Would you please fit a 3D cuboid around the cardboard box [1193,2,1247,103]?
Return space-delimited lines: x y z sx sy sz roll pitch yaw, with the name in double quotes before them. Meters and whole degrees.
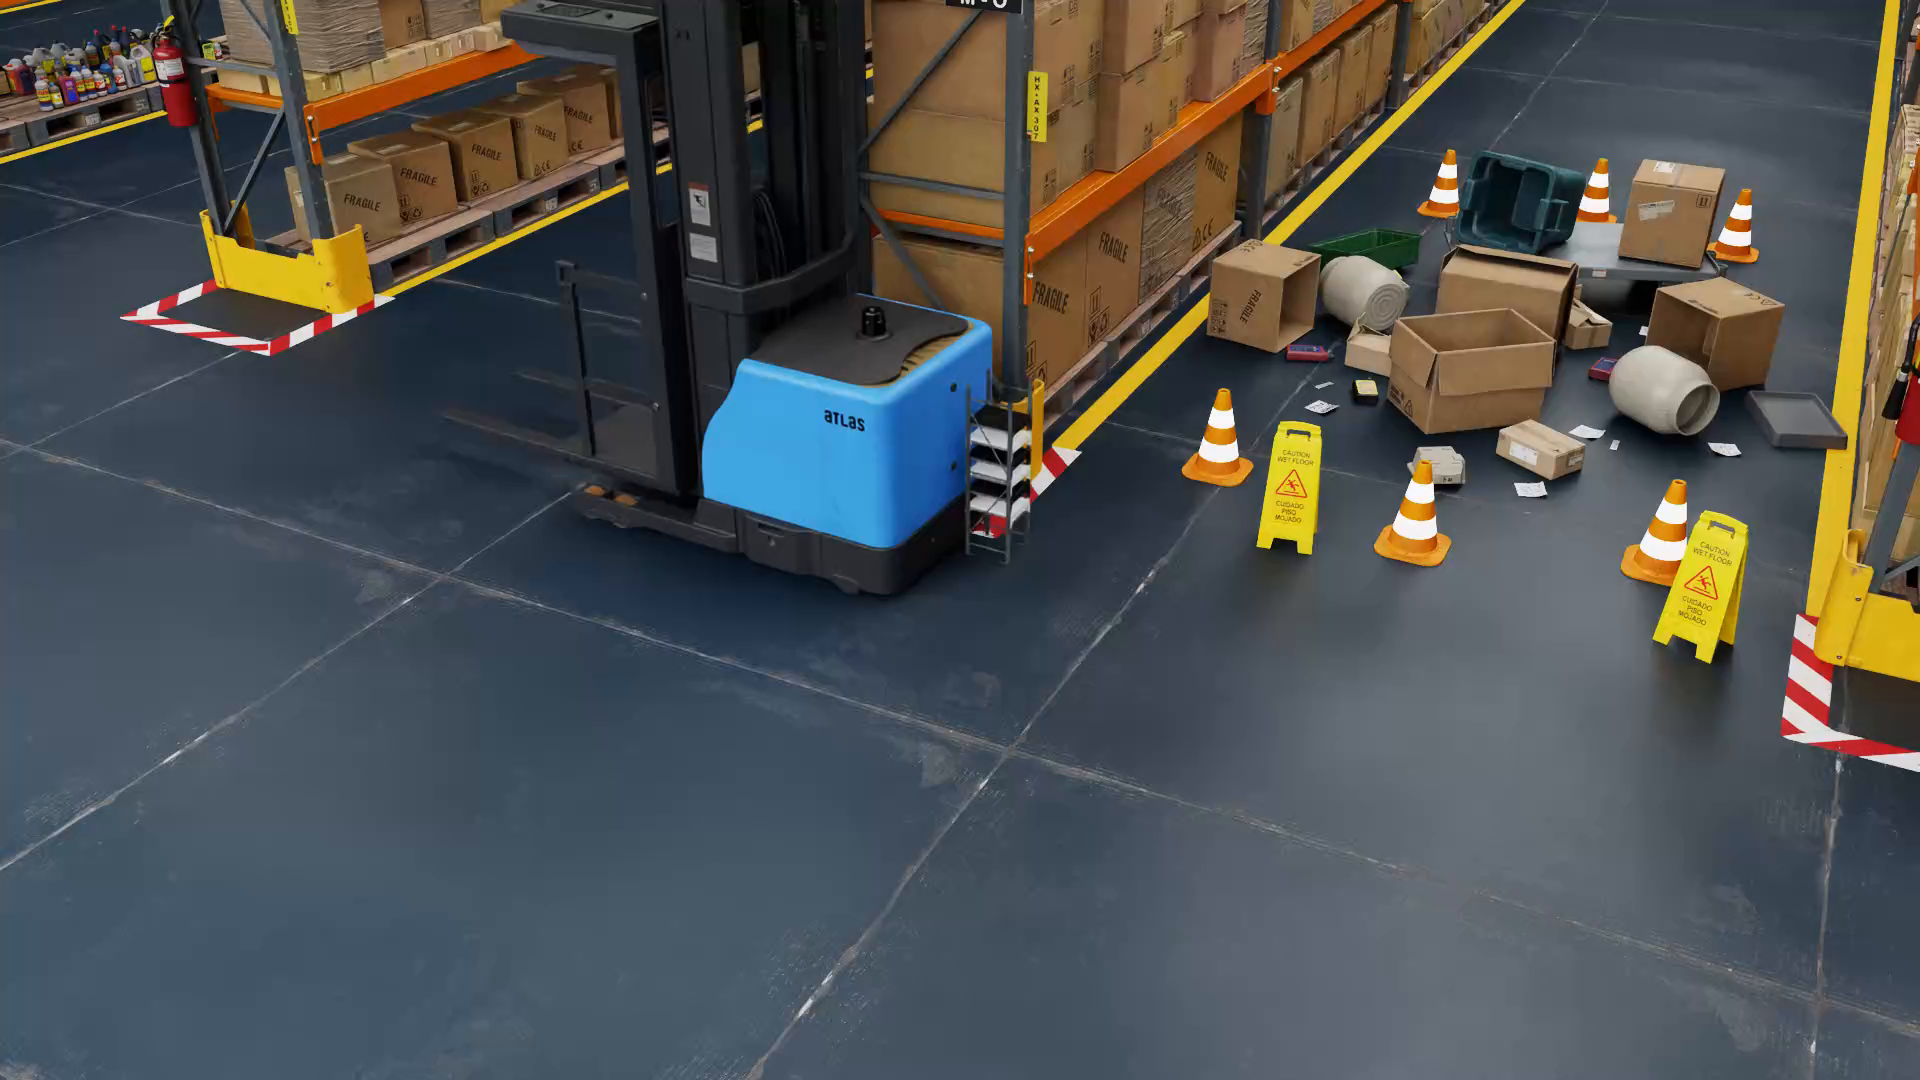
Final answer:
"cardboard box" 1.308 -3.187 10.637 0.875 0.550 0.550 14 33 23

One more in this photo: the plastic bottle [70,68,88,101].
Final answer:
"plastic bottle" -7.646 -3.950 14.414 0.097 0.271 0.097 0 30 0

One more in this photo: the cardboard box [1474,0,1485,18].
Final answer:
"cardboard box" 5.227 -5.796 17.420 0.500 0.500 0.500 14 33 22

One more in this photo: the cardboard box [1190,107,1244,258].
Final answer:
"cardboard box" 1.347 -2.535 11.364 0.875 0.875 0.875 15 33 24

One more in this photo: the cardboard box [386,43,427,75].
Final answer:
"cardboard box" -3.800 -3.227 11.109 0.380 0.149 0.250 14 33 23

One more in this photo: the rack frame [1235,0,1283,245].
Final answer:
"rack frame" 1.696 -3.537 11.397 1.000 3.000 0.127 14 33 23

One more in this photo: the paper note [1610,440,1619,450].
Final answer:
"paper note" 3.605 -0.524 9.152 0.032 0.001 0.123 14 33 23

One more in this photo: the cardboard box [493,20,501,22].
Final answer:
"cardboard box" -3.388 -3.681 11.900 0.380 0.149 0.250 14 33 23

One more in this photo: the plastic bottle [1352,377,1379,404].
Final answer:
"plastic bottle" 2.366 -0.880 9.722 0.133 0.061 0.283 4 30 6

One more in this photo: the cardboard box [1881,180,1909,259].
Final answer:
"cardboard box" 6.709 -2.054 11.032 0.950 0.372 0.625 16 34 26

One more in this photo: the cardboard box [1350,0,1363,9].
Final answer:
"cardboard box" 2.866 -4.423 12.839 0.500 0.500 0.500 15 33 24

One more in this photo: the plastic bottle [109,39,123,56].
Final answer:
"plastic bottle" -7.779 -4.483 15.342 0.097 0.271 0.097 0 30 0

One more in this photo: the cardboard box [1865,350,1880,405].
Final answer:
"cardboard box" 5.167 -0.773 8.924 0.500 0.250 0.500 14 33 23

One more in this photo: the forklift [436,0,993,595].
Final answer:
"forklift" -1.365 -1.539 7.987 3.031 2.935 1.130 16 34 26

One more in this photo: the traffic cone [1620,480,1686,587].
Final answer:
"traffic cone" 3.374 -0.069 7.905 0.336 0.463 0.334 14 33 23

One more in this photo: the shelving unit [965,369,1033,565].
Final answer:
"shelving unit" 0.183 -0.342 7.941 0.258 0.900 0.210 15 33 25

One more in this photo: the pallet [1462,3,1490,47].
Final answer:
"pallet" 4.987 -5.529 17.666 1.003 0.211 1.213 14 33 23

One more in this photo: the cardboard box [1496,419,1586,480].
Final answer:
"cardboard box" 3.125 -0.488 8.951 0.250 0.149 0.380 -18 34 -28

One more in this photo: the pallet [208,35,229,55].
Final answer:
"pallet" -6.760 -4.978 16.707 1.003 0.211 1.213 14 33 23

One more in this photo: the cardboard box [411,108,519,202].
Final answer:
"cardboard box" -3.653 -2.851 12.291 0.500 0.500 0.500 18 34 28

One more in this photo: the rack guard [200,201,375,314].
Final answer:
"rack guard" -4.461 -1.884 11.028 1.175 0.500 0.348 14 33 23

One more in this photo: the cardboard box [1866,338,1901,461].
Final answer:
"cardboard box" 4.694 -0.647 7.951 0.500 0.500 0.500 16 33 25

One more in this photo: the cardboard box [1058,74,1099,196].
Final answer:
"cardboard box" 0.233 -2.252 9.010 0.875 0.550 0.550 14 33 23

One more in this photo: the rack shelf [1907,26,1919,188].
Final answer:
"rack shelf" 7.059 -3.034 11.243 1.077 0.370 4.000 14 33 23

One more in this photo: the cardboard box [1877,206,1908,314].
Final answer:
"cardboard box" 5.639 -1.574 9.564 0.500 0.500 0.500 16 34 26

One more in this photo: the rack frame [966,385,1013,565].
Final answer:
"rack frame" 0.134 -0.297 7.864 0.240 0.900 0.006 15 33 25

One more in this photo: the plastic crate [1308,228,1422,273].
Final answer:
"plastic crate" 2.783 -1.968 11.431 0.662 0.188 0.450 -18 24 -28

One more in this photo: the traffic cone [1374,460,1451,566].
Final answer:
"traffic cone" 2.230 -0.170 8.081 0.336 0.463 0.334 14 33 23

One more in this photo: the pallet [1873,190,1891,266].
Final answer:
"pallet" 7.056 -2.138 11.761 1.003 0.211 1.213 14 33 23

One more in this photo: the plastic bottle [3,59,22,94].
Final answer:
"plastic bottle" -8.320 -4.086 14.647 0.152 0.276 0.135 15 33 24

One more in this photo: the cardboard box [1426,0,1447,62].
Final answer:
"cardboard box" 4.293 -4.888 15.838 0.500 0.500 0.500 15 33 24

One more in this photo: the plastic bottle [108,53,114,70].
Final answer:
"plastic bottle" -7.527 -4.217 14.867 0.061 0.283 0.133 14 33 23

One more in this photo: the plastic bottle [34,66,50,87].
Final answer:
"plastic bottle" -8.137 -4.095 14.738 0.097 0.201 0.097 0 30 0

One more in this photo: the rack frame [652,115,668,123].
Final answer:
"rack frame" -2.674 -4.707 13.435 1.000 3.000 0.127 14 33 23

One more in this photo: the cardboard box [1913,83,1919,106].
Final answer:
"cardboard box" 8.359 -3.780 13.533 0.875 0.875 0.875 14 33 23

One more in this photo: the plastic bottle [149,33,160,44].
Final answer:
"plastic bottle" -7.665 -4.721 15.827 0.097 0.201 0.097 0 30 0

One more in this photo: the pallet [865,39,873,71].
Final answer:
"pallet" -1.209 -4.925 16.614 1.003 0.211 1.213 14 33 23

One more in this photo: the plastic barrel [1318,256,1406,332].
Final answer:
"plastic barrel" 2.544 -1.569 10.557 0.421 0.421 0.512 -12 32 -20

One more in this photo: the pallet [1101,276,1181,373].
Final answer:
"pallet" 0.725 -1.466 10.590 1.003 0.211 1.213 14 33 23

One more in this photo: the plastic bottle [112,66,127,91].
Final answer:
"plastic bottle" -7.461 -4.099 14.744 0.097 0.201 0.097 0 30 0

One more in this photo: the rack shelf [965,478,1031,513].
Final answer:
"rack shelf" 0.183 -0.235 8.003 0.258 0.077 0.200 15 33 25

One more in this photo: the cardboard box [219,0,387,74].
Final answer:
"cardboard box" -4.221 -3.344 10.662 0.875 0.500 0.500 14 33 23

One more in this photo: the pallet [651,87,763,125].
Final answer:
"pallet" -2.320 -3.843 14.731 1.003 0.211 1.213 14 33 23

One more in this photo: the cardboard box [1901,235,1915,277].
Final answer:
"cardboard box" 5.176 -1.465 8.724 0.380 0.149 0.250 16 34 26

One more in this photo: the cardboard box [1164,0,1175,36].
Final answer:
"cardboard box" 0.747 -3.200 9.574 0.875 0.550 0.500 14 33 23

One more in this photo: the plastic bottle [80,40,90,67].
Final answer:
"plastic bottle" -8.018 -4.432 15.242 0.061 0.283 0.133 16 33 25

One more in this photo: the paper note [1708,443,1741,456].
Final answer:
"paper note" 4.186 -0.503 9.094 0.142 0.019 0.148 4 30 6

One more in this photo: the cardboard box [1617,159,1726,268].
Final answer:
"cardboard box" 4.550 -2.094 10.634 0.500 0.500 0.500 14 33 23

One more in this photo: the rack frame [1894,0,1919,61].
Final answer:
"rack frame" 9.793 -6.005 15.696 1.000 3.000 0.127 14 33 23

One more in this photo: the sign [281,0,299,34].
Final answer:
"sign" -4.013 -3.186 9.917 0.100 0.325 0.005 14 33 23

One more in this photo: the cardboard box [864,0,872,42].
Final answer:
"cardboard box" -1.139 -5.286 16.510 0.700 0.500 0.500 13 32 21

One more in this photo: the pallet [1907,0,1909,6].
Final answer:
"pallet" 11.320 -6.197 18.830 1.003 0.211 1.213 14 33 23

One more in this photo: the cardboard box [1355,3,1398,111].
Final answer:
"cardboard box" 3.160 -4.267 14.506 1.050 0.750 0.750 14 33 23

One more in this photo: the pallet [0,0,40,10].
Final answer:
"pallet" -11.190 -6.082 18.630 1.003 0.211 1.213 14 33 23
